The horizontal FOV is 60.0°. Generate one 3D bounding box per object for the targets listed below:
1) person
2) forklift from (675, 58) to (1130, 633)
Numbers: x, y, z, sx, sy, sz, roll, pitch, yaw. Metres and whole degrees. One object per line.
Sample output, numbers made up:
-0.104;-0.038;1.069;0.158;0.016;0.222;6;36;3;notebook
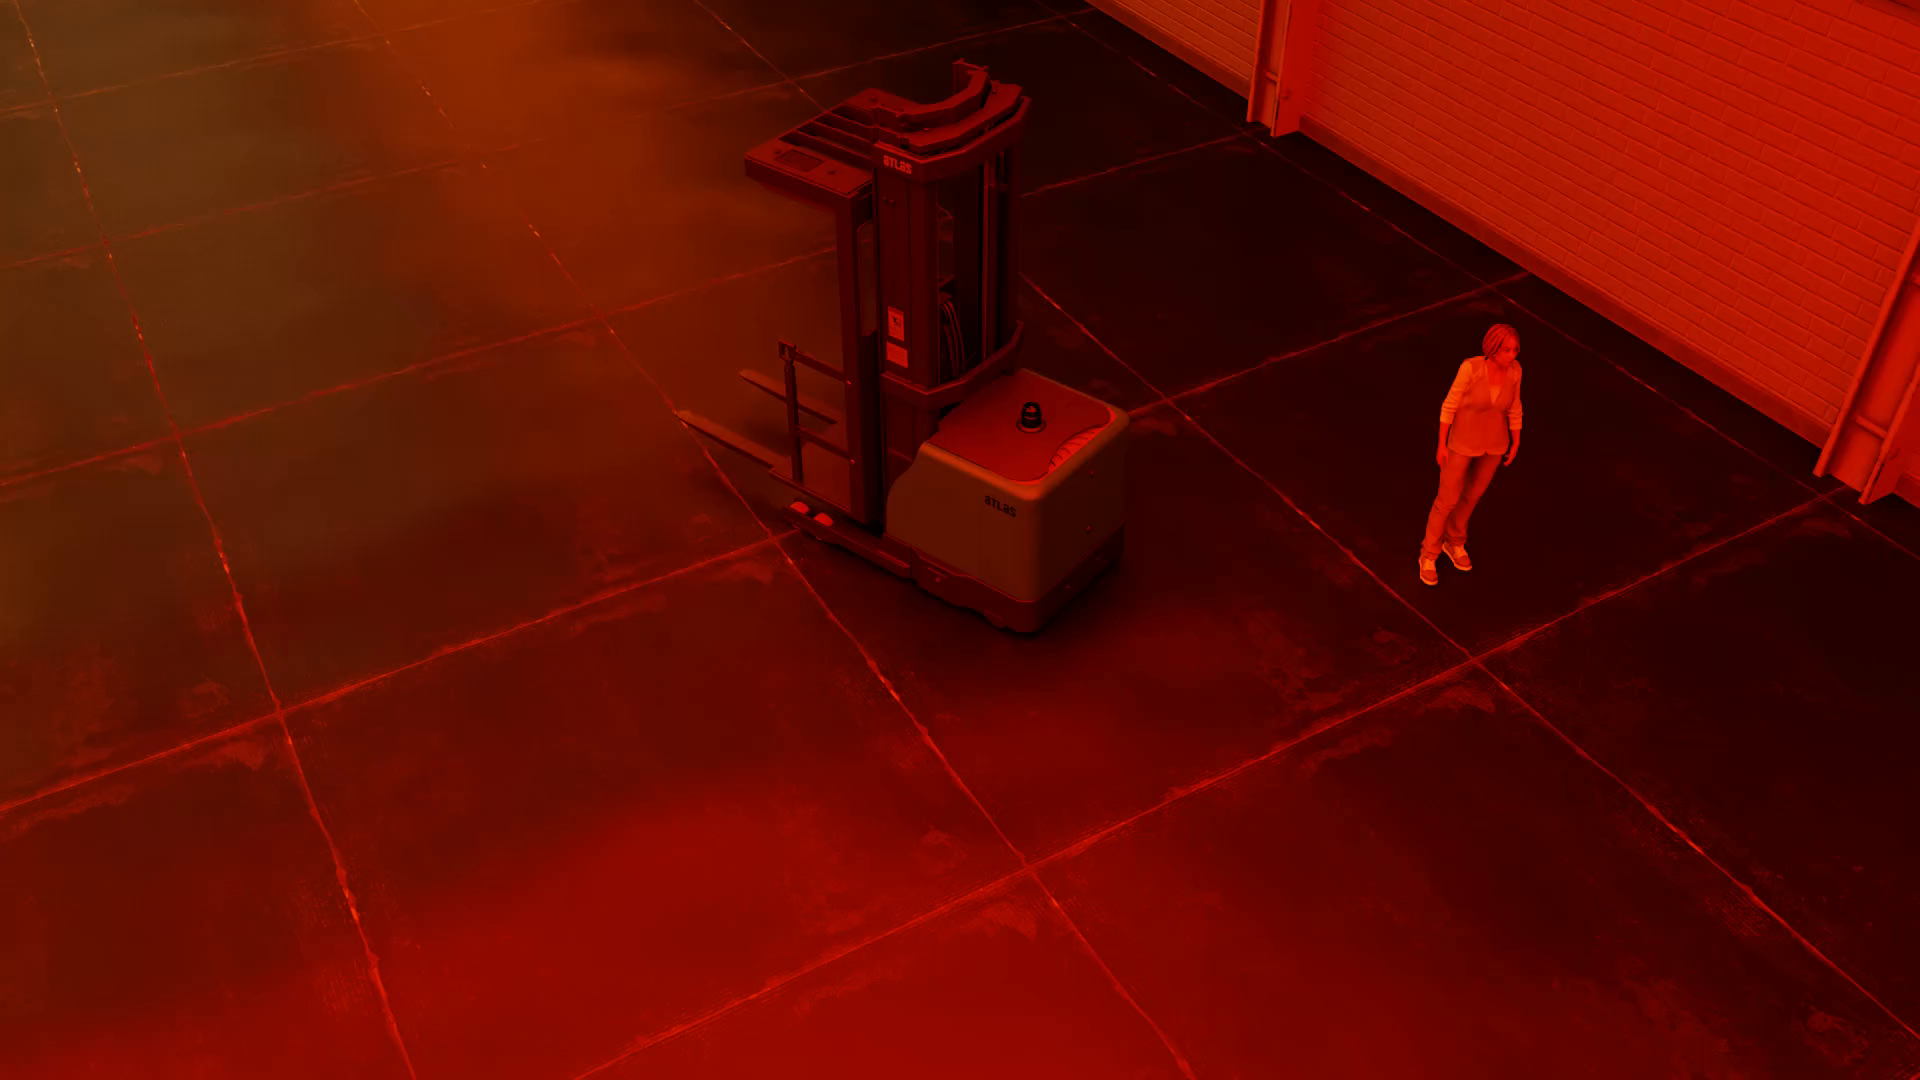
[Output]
3.014;-0.490;9.666;0.519;1.593;0.473;-5;40;-6;person
-0.481;-1.366;9.683;3.031;2.935;1.130;26;46;28;forklift
